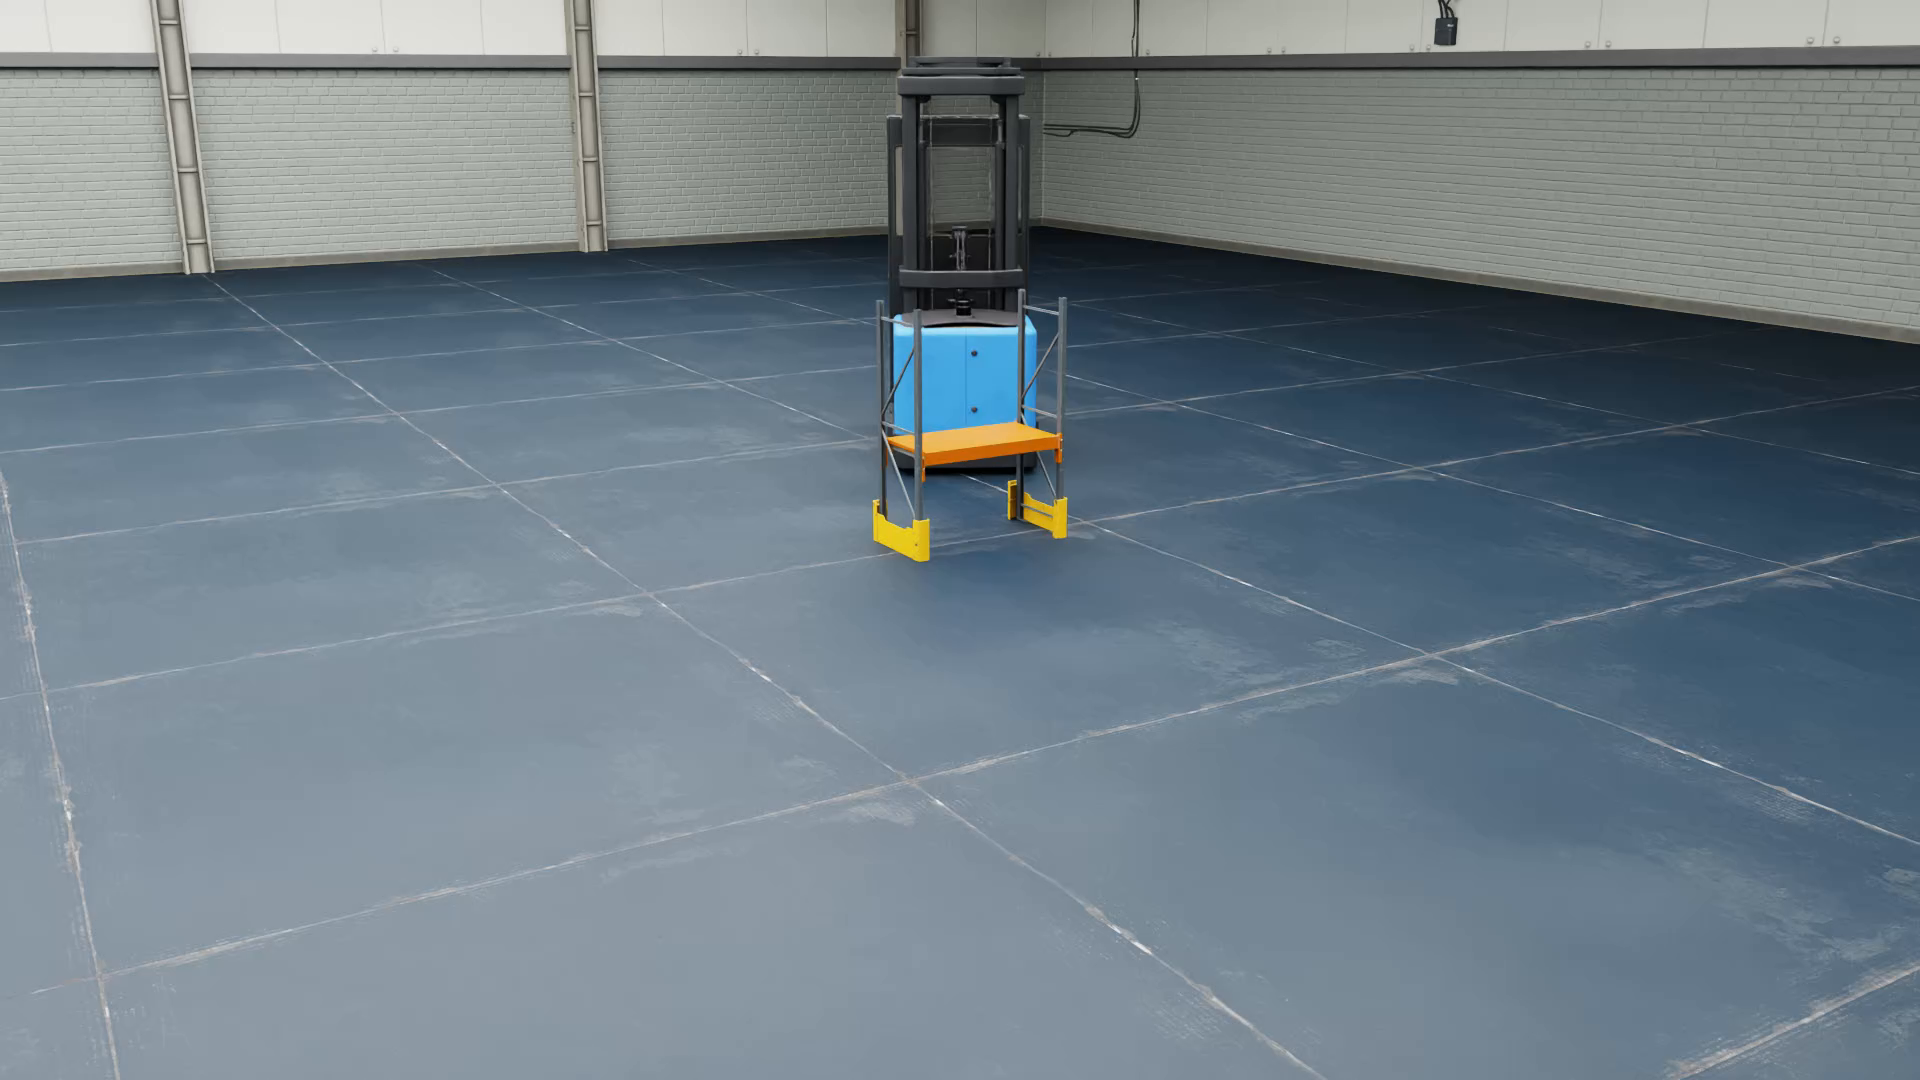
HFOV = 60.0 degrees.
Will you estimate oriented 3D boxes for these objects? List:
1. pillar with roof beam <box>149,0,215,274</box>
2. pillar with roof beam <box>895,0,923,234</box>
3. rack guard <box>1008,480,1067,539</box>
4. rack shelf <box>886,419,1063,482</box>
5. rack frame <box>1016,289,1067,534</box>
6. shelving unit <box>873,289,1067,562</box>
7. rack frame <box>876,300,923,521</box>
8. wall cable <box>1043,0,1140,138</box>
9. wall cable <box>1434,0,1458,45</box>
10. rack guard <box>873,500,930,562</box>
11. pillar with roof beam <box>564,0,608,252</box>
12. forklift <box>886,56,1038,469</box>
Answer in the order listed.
[{"bbox_3d":[-8.973,-7.275,19.690,0.400,9.000,9.100,-9,18,-30],"label":"pillar with roof beam"},{"bbox_3d":[1.314,-8.943,25.641,0.400,9.000,9.100,-9,18,-30],"label":"pillar with roof beam"},{"bbox_3d":[0.492,-0.200,10.661,0.087,0.250,0.587,-9,18,-30],"label":"rack guard"},{"bbox_3d":[0.073,-0.561,10.298,1.000,0.185,0.538,-9,18,-30],"label":"rack shelf"},{"bbox_3d":[0.509,-0.805,10.502,0.032,1.500,0.500,-9,18,-30],"label":"rack frame"},{"bbox_3d":[0.065,-0.733,10.245,1.083,1.500,0.587,-9,18,-30],"label":"shelving unit"},{"bbox_3d":[-0.363,-0.663,9.998,0.032,1.500,0.500,-9,18,-30],"label":"rack frame"},{"bbox_3d":[2.303,-8.547,29.983,0.112,2.526,3.097,-9,18,-30],"label":"wall cable"},{"bbox_3d":[7.178,-9.481,21.261,0.169,6.003,2.305,-9,18,-30],"label":"wall cable"},{"bbox_3d":[-0.362,-0.062,10.167,0.087,0.250,0.587,-9,18,-30],"label":"rack guard"},{"bbox_3d":[-3.829,-8.109,22.665,0.400,9.000,9.100,-9,18,-30],"label":"pillar with roof beam"},{"bbox_3d":[-0.022,-2.270,13.076,1.130,2.935,3.031,-1,16,-2],"label":"forklift"}]
